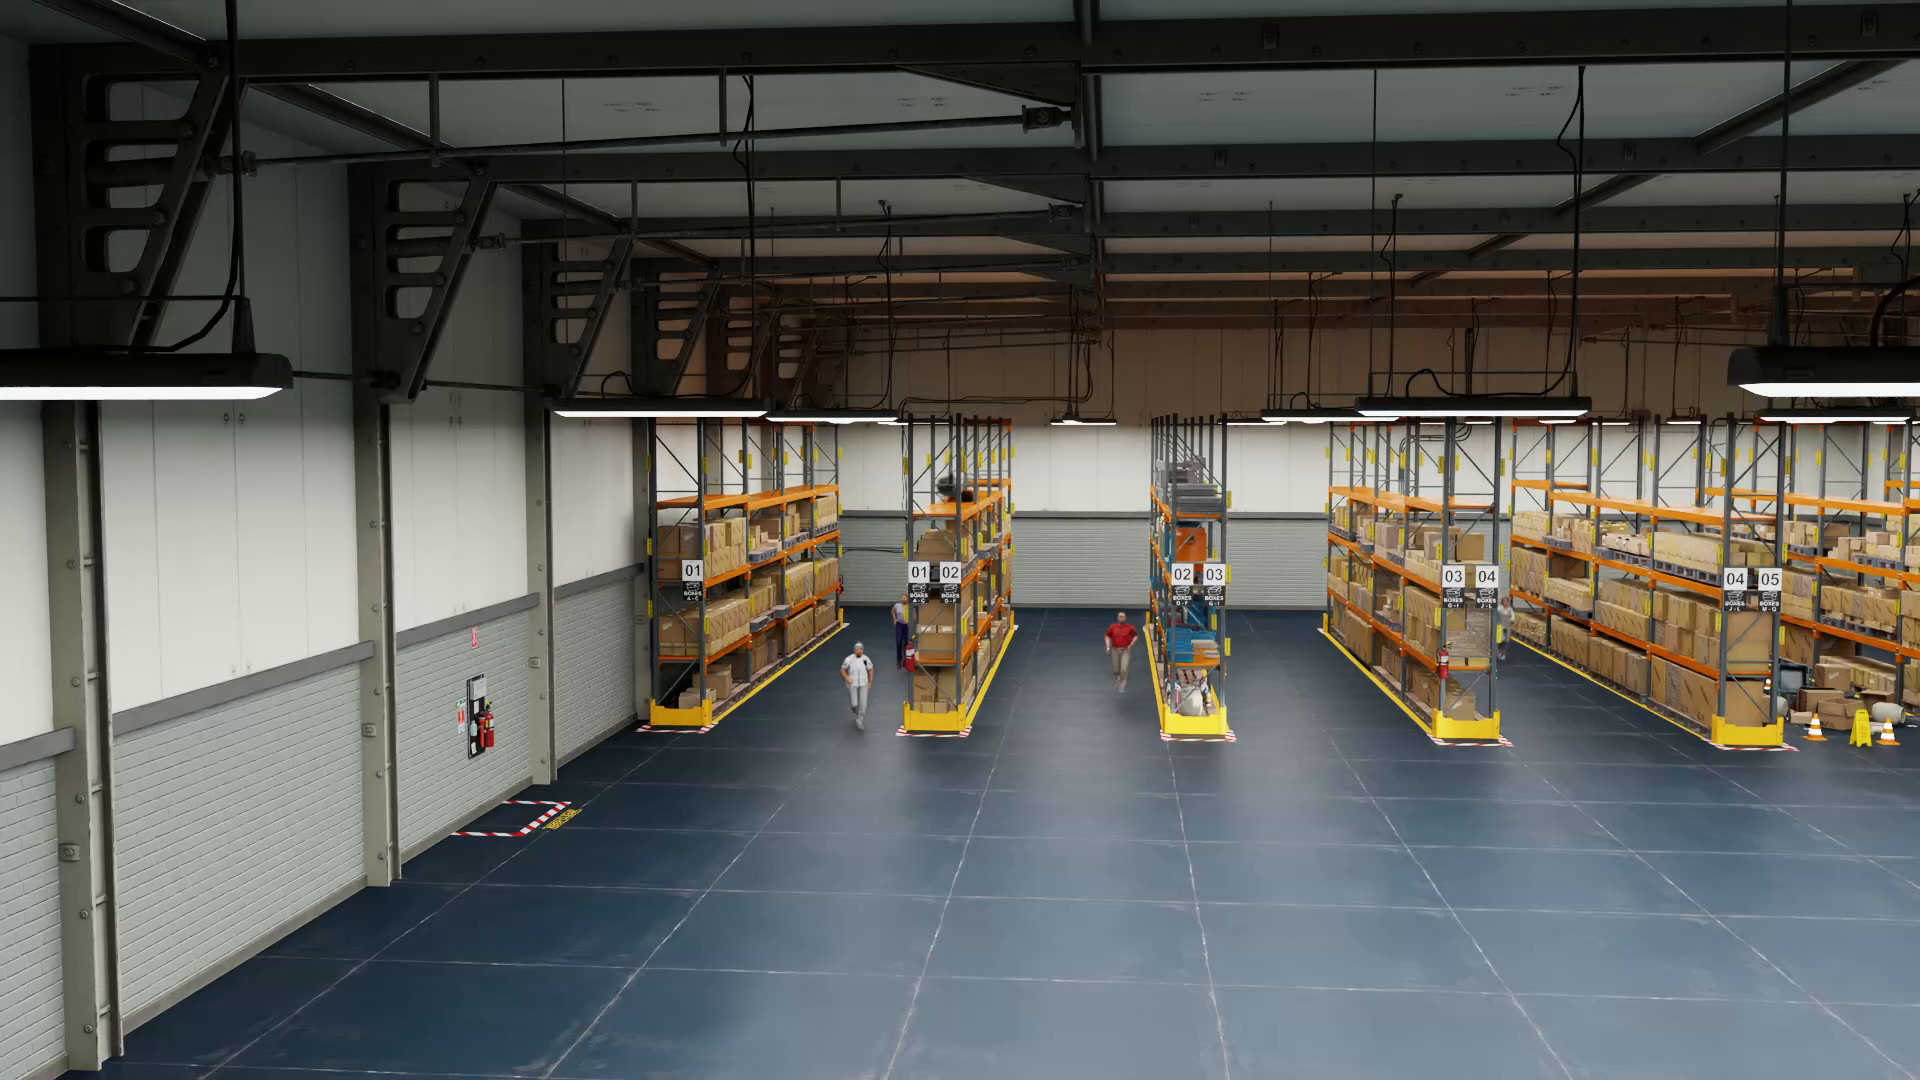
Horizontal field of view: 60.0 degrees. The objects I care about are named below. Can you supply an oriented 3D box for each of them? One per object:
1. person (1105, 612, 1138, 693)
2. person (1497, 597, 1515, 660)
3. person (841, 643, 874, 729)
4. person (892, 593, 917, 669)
[{"bbox_3d":[3.349,2.311,34.482,0.679,1.650,0.622,0,4,7],"label":"person"},{"bbox_3d":[13.366,2.177,40.837,0.519,1.567,0.624,0,4,2],"label":"person"},{"bbox_3d":[-1.954,2.786,31.827,0.638,1.647,0.532,-1,4,-10],"label":"person"},{"bbox_3d":[-1.289,2.087,38.481,0.588,1.734,0.757,0,4,-2],"label":"person"}]
